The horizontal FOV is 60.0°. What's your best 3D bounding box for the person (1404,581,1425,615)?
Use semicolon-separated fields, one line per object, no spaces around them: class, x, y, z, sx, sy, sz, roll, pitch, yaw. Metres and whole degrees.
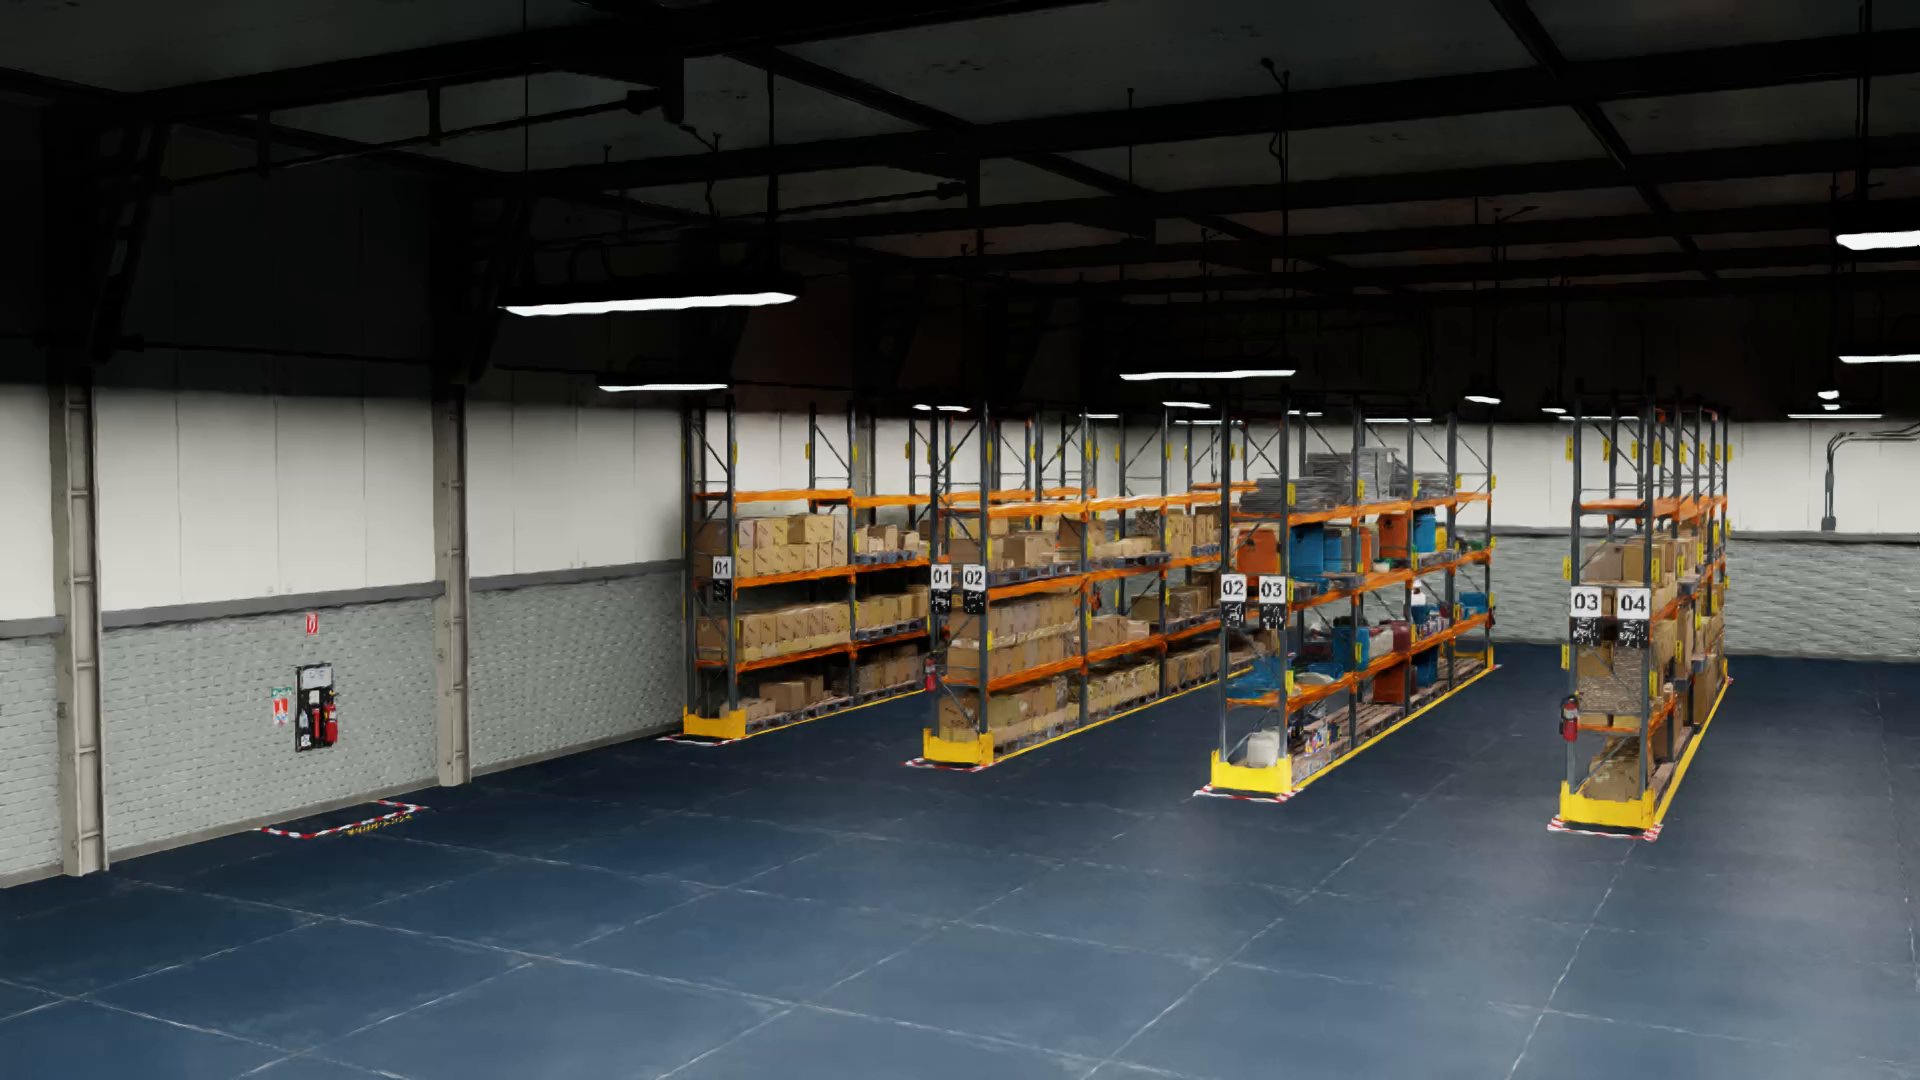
person;11.441;1.902;42.145;0.739;1.758;0.531;-1;3;-12

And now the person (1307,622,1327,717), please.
person;6.748;2.442;31.477;0.423;1.788;0.665;1;3;21
